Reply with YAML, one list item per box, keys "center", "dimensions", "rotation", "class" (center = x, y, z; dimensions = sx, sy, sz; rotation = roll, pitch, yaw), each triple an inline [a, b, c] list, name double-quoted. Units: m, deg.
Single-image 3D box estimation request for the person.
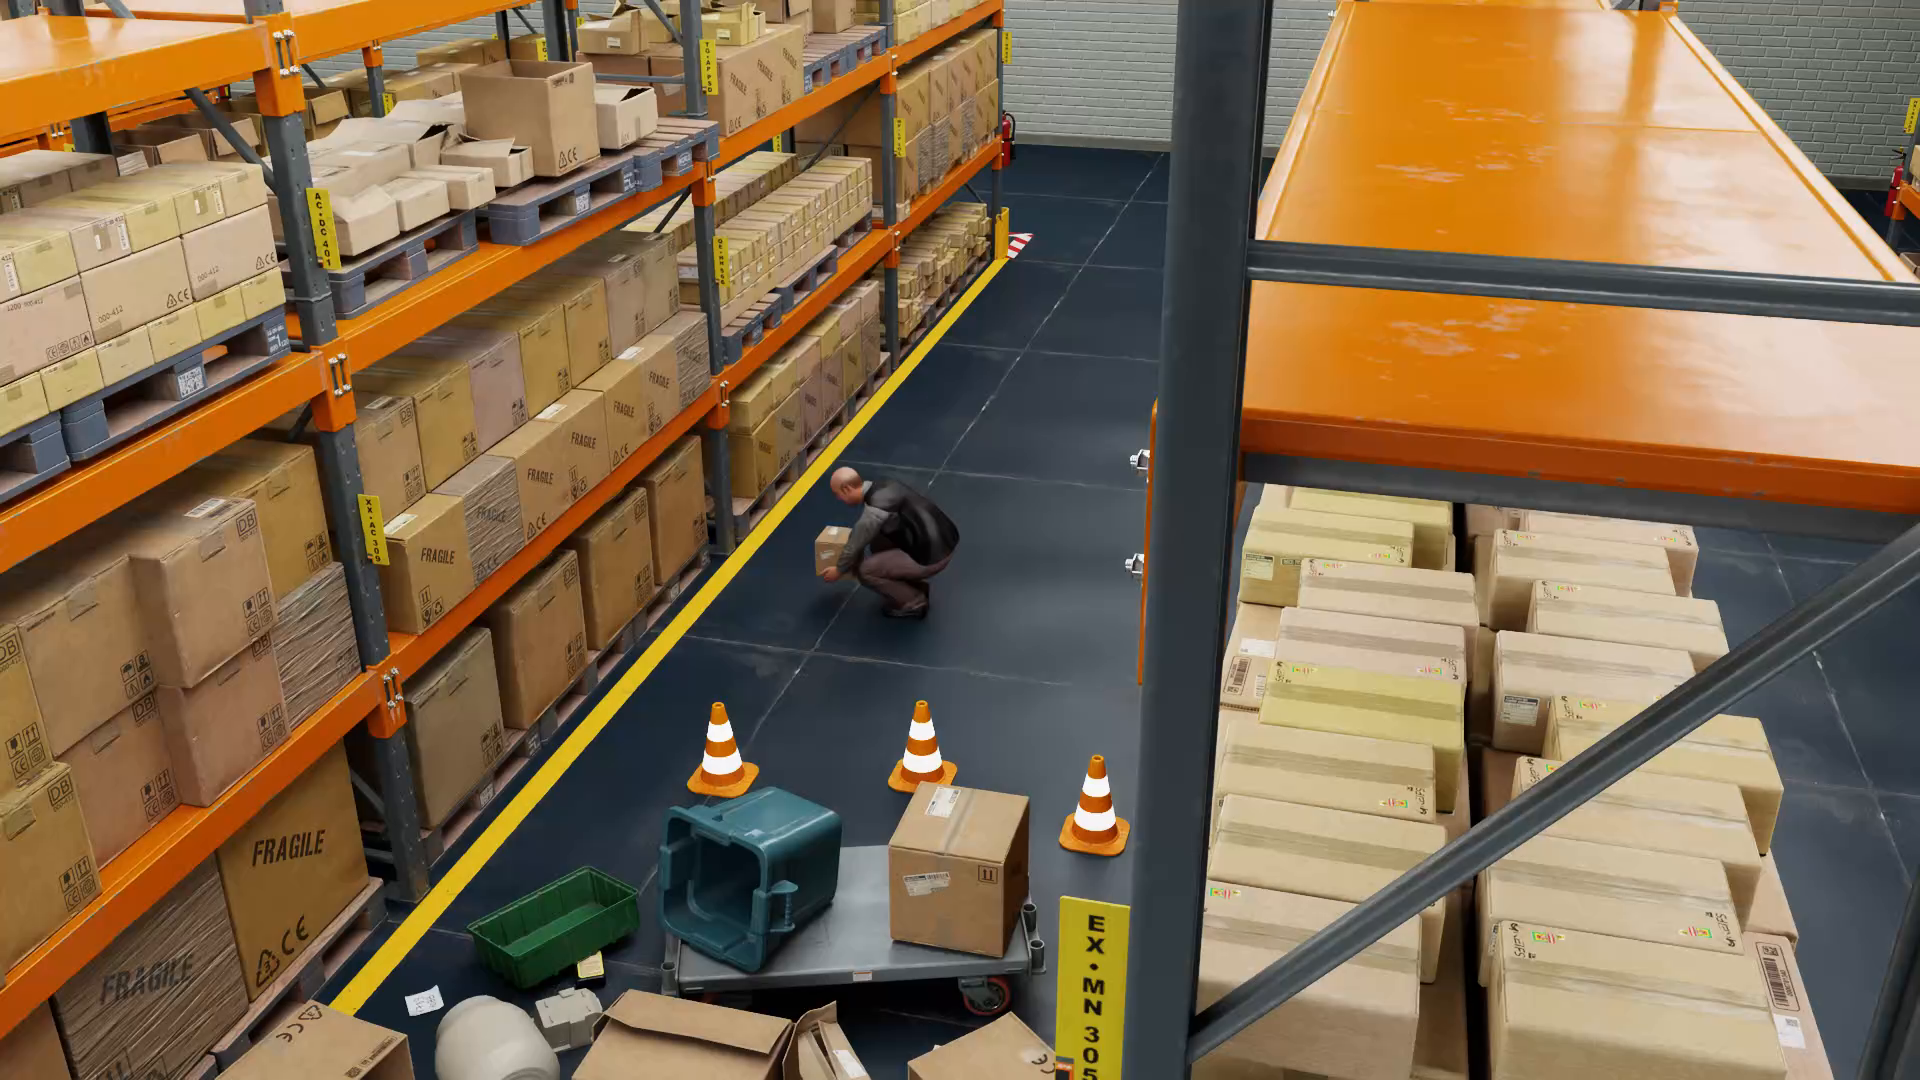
- center: [-0.453, -0.003, 10.669]
  dimensions: [0.872, 0.948, 0.530]
  rotation: [6, 26, 13]
  class: "person"
